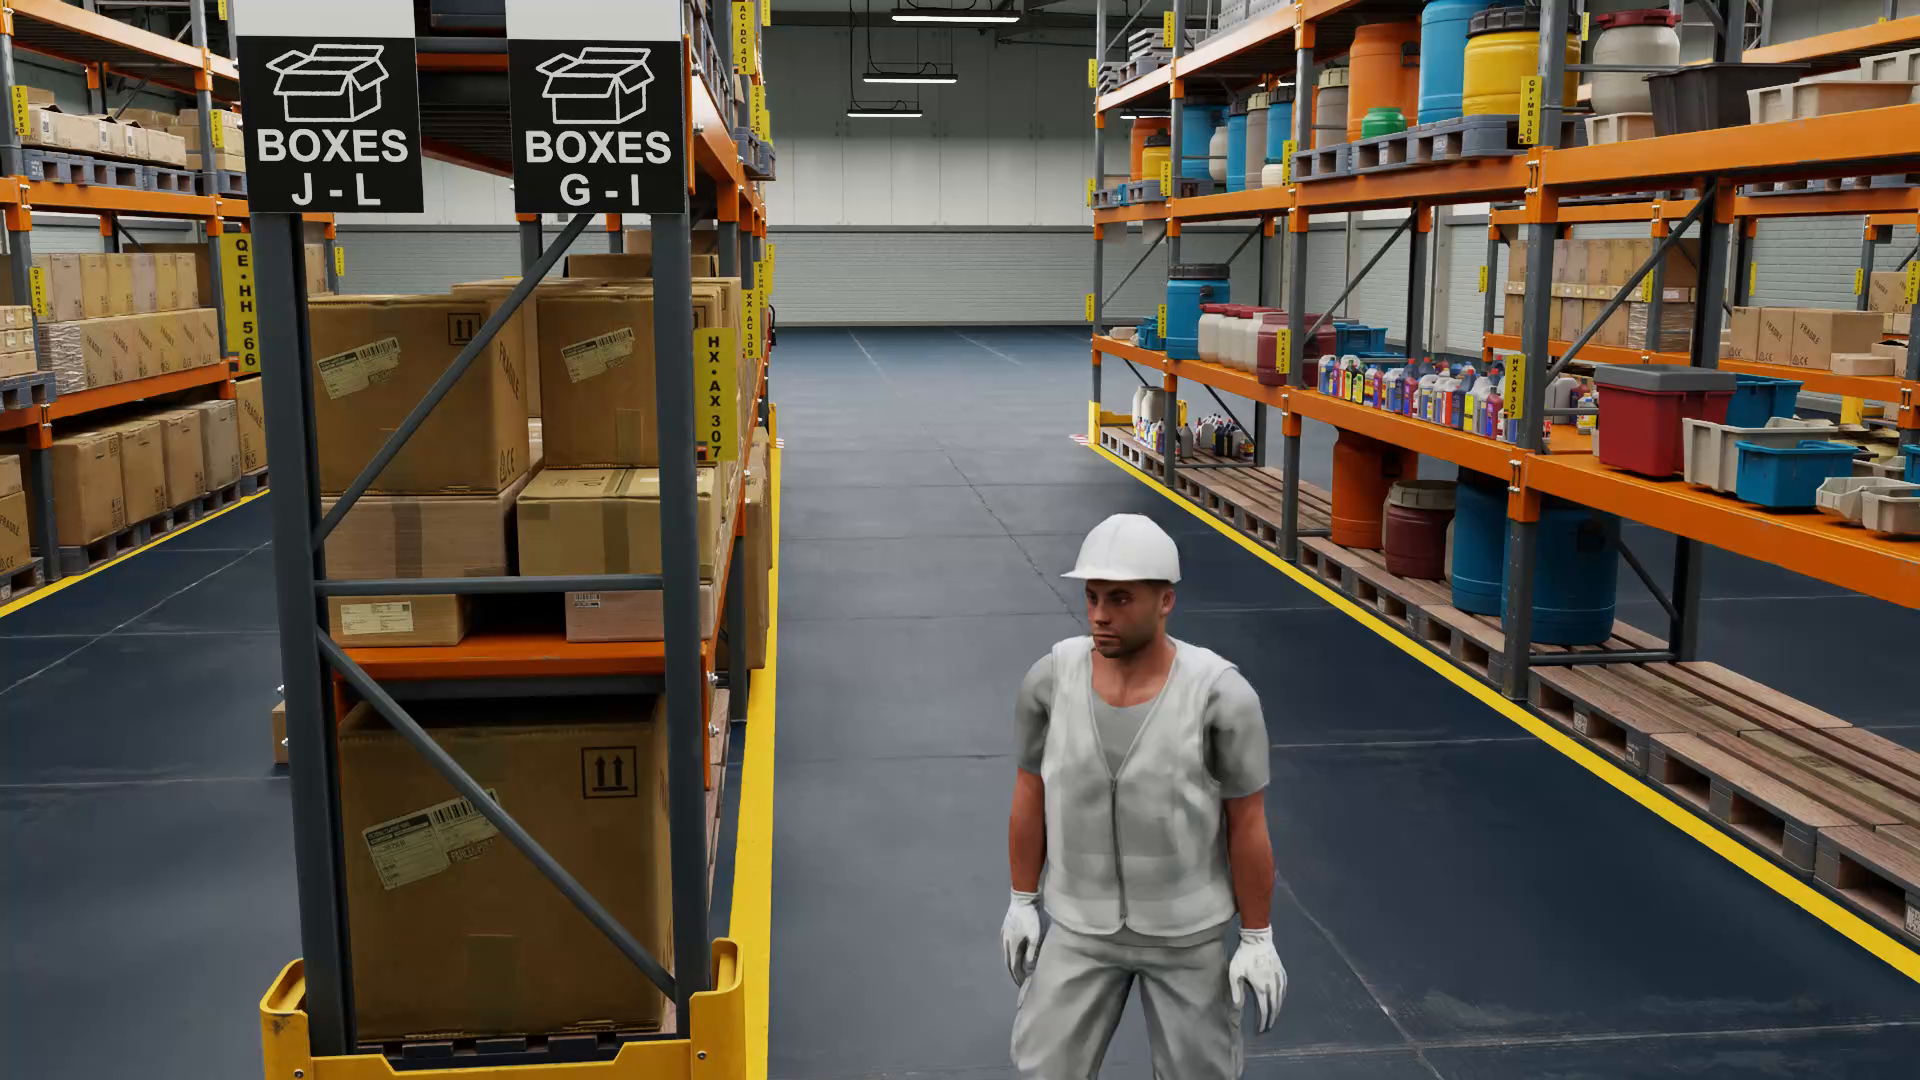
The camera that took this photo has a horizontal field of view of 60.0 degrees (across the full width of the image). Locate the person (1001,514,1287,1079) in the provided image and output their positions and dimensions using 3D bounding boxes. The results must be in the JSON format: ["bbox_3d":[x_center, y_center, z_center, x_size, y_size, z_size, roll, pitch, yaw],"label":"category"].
[{"bbox_3d":[0.382,0.820,3.518,0.621,1.780,0.467,3,10,15],"label":"person"}]
